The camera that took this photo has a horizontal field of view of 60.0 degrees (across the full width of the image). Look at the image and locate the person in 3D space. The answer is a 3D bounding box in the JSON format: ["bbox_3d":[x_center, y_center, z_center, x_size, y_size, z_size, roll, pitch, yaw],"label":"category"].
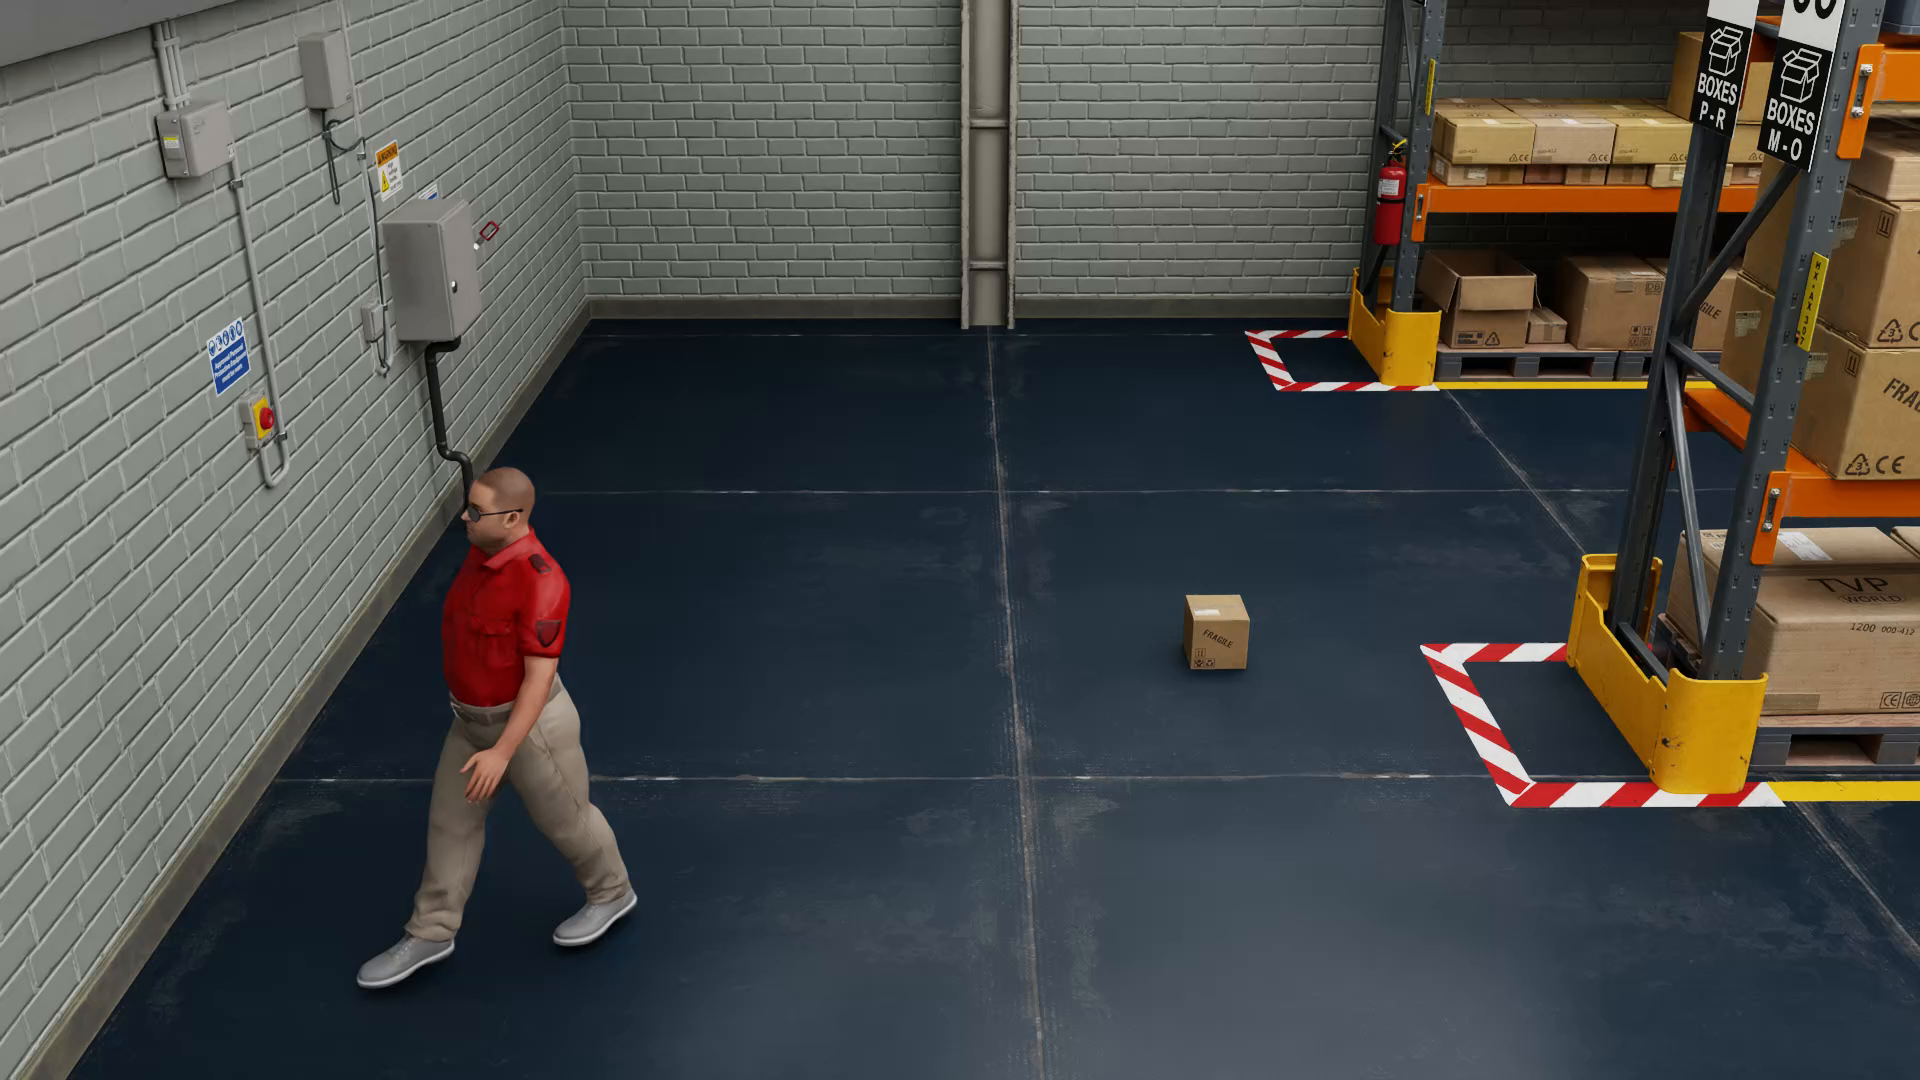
[{"bbox_3d":[-1.504,0.614,5.210,0.539,1.688,0.897,22,32,40],"label":"person"}]
